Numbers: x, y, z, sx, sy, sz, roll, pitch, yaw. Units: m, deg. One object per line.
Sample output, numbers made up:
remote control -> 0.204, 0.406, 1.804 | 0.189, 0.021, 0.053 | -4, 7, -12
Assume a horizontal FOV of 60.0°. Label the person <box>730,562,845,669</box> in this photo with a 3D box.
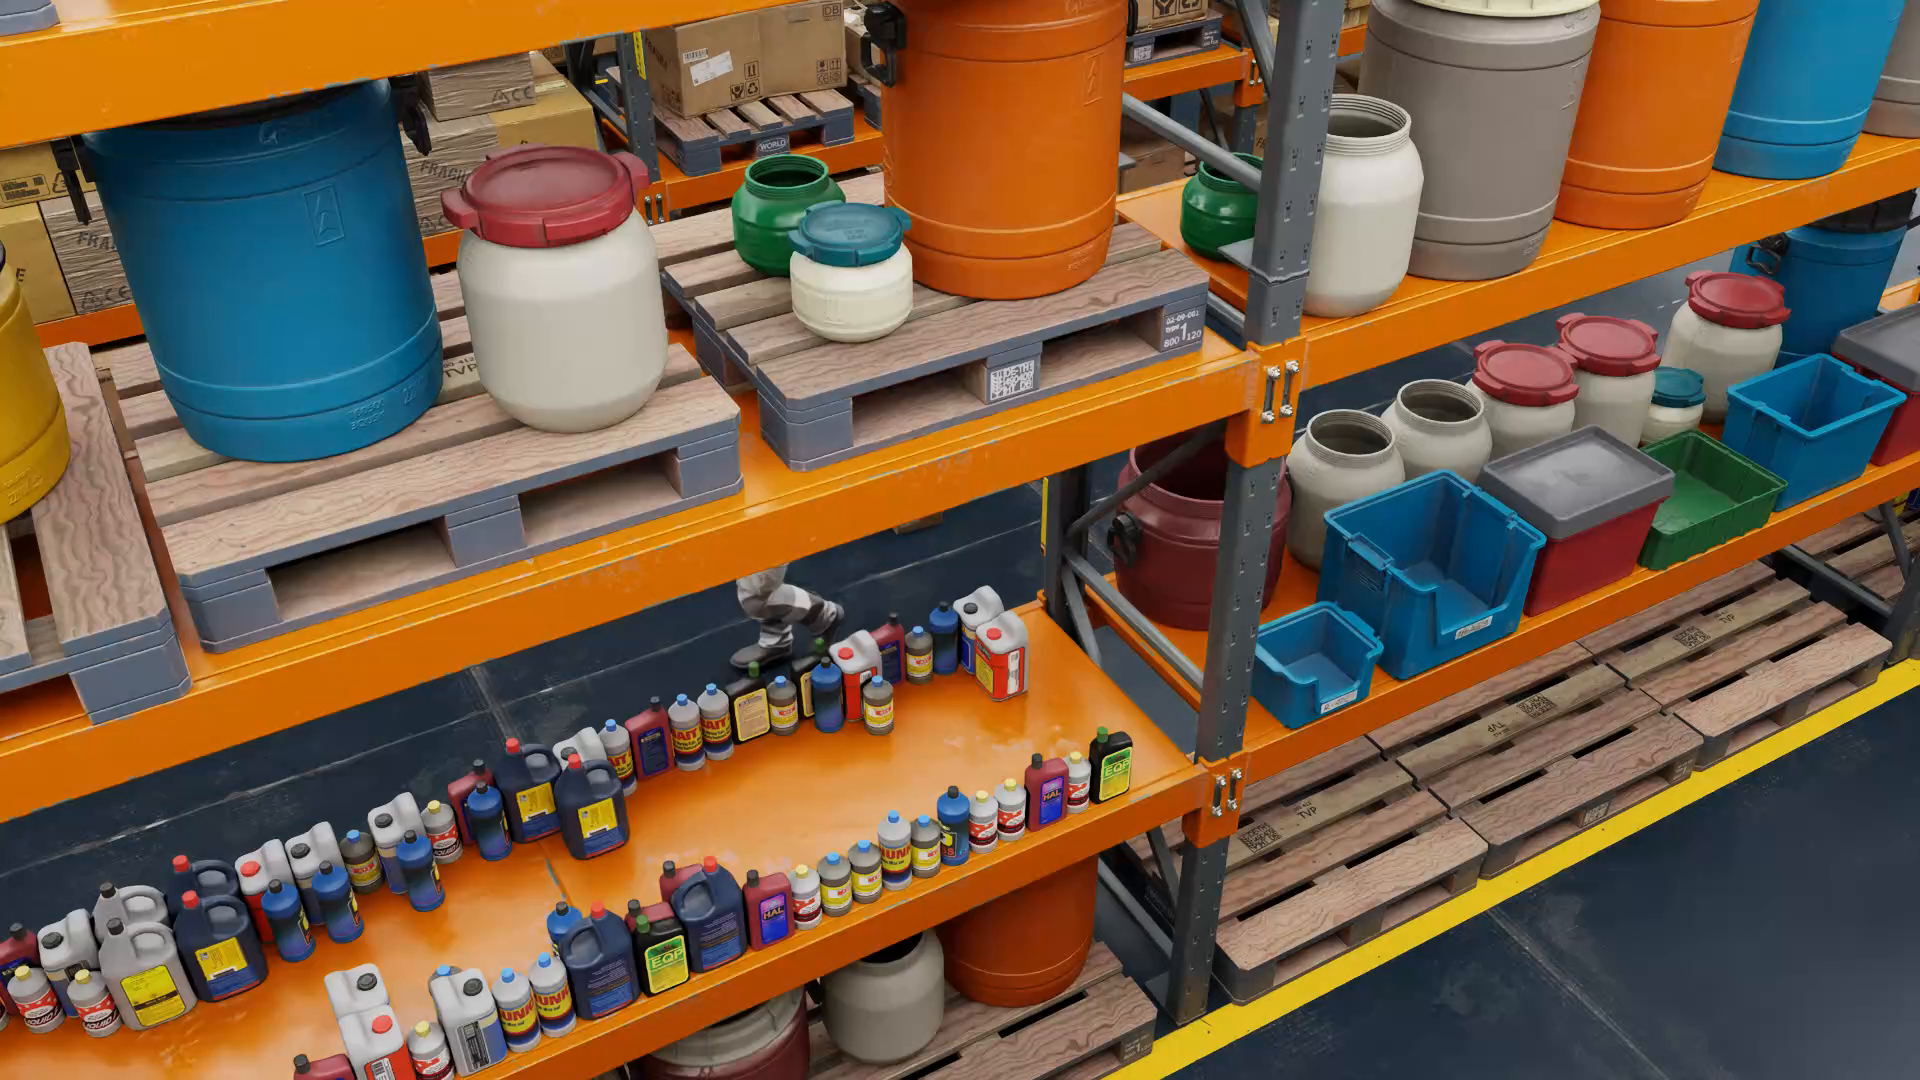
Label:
person -> -0.794, -0.163, 7.087 | 0.513, 1.780, 0.544 | -20, 41, -25
